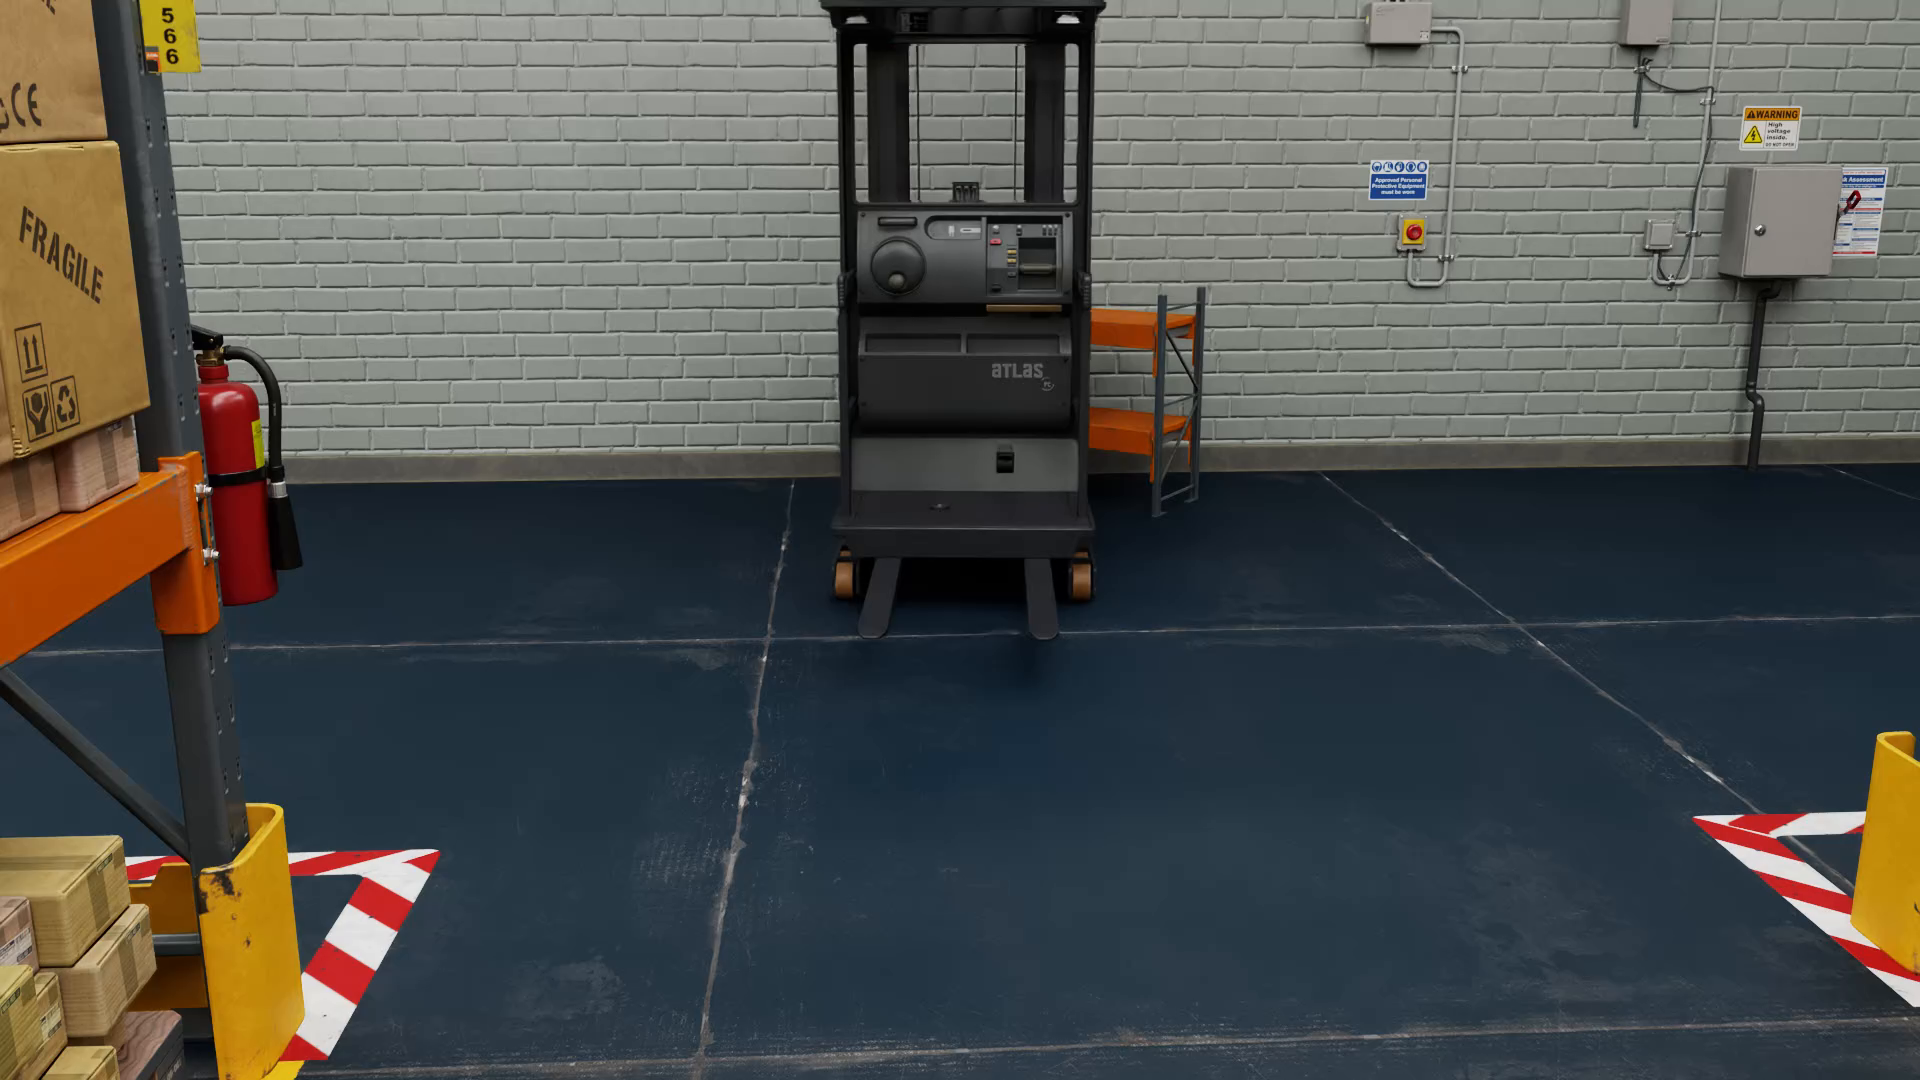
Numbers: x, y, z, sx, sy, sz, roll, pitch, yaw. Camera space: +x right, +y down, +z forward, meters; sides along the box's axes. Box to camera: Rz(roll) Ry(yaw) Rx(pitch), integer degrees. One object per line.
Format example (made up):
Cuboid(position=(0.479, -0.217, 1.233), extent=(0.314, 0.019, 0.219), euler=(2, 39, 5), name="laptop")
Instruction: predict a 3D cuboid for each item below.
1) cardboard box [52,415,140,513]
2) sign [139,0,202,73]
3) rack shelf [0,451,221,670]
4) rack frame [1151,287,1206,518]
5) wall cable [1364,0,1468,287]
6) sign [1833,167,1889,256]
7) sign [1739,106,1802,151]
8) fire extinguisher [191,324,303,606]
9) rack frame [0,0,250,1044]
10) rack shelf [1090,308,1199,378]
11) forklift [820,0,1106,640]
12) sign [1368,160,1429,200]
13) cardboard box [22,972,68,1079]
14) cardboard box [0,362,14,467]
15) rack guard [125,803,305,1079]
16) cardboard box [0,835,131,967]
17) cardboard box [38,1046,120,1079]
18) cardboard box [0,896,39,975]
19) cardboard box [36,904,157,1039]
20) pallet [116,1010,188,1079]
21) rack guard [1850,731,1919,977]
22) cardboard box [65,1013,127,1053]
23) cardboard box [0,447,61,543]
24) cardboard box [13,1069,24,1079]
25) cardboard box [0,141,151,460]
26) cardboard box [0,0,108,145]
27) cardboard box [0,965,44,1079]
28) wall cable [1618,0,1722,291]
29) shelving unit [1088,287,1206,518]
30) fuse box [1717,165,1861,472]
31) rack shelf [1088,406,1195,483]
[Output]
Cuboid(position=(-1.775, -0.148, 3.086), extent=(0.380, 0.149, 0.250), euler=(-1, 14, -3), name="cardboard box")
Cuboid(position=(-1.522, -1.064, 3.183), extent=(0.100, 0.325, 0.005), euler=(-1, 14, -3), name="sign")
Cuboid(position=(-1.954, 0.499, 1.510), extent=(1.077, 0.370, 4.000), euler=(-1, 14, -3), name="rack shelf")
Cuboid(position=(1.124, -0.713, 8.541), extent=(0.032, 1.125, 0.500), euler=(9, 17, 32), name="rack frame")
Cuboid(position=(2.484, -2.357, 9.066), extent=(0.585, 1.953, 0.123), euler=(-1, 14, -3), name="wall cable")
Cuboid(position=(5.070, -1.859, 9.423), extent=(0.329, 0.494, 0.001), euler=(-1, 14, -3), name="sign")
Cuboid(position=(4.522, -2.297, 9.276), extent=(0.339, 0.242, 0.001), euler=(-1, 14, -3), name="sign")
Cuboid(position=(-1.632, -0.198, 3.680), extent=(0.296, 0.674, 0.183), euler=(-1, 14, -3), name="fire extinguisher")
Cuboid(position=(-2.078, -0.346, 3.353), extent=(1.000, 3.000, 0.127), euler=(-1, 14, -3), name="rack frame")
Cuboid(position=(0.696, -1.065, 8.734), extent=(1.000, 0.278, 0.538), euler=(9, 17, 32), name="rack shelf")
Cuboid(position=(0.020, -1.239, 6.958), extent=(1.130, 2.935, 3.031), euler=(0, 14, 1), name="forklift")
Cuboid(position=(2.432, -1.995, 9.219), extent=(0.327, 0.218, 0.001), euler=(-1, 14, -3), name="sign")
Cuboid(position=(-1.798, 0.879, 2.870), extent=(0.380, 0.149, 0.250), euler=(-1, 14, -5), name="cardboard box")
Cuboid(position=(-1.766, -0.303, 2.387), extent=(0.500, 0.500, 0.500), euler=(-1, 14, -4), name="cardboard box")
Cuboid(position=(-2.073, 0.883, 3.591), extent=(1.175, 0.500, 0.348), euler=(-1, 14, -3), name="rack guard")
Cuboid(position=(-1.792, 0.670, 3.085), extent=(0.380, 0.149, 0.250), euler=(-1, 14, -3), name="cardboard box")
Cuboid(position=(-1.720, 1.021, 2.917), extent=(0.380, 0.149, 0.250), euler=(0, 14, -2), name="cardboard box")
Cuboid(position=(-1.834, 0.734, 2.839), extent=(0.380, 0.149, 0.250), euler=(-1, 14, -2), name="cardboard box")
Cuboid(position=(-1.760, 0.814, 3.126), extent=(0.380, 0.149, 0.250), euler=(-1, 14, -5), name="cardboard box")
Cuboid(position=(-2.058, 1.225, 2.840), extent=(1.003, 0.211, 1.213), euler=(-1, 14, -3), name="pallet")
Cuboid(position=(2.855, 0.757, 4.082), extent=(1.175, 0.500, 0.348), euler=(-1, 14, -3), name="rack guard")
Cuboid(position=(-1.837, 0.959, 3.160), extent=(0.380, 0.149, 0.250), euler=(-1, 14, -2), name="cardboard box")
Cuboid(position=(-1.797, -0.086, 2.844), extent=(0.380, 0.149, 0.250), euler=(-1, 14, -4), name="cardboard box")
Cuboid(position=(-1.726, 0.943, 2.624), extent=(0.380, 0.149, 0.250), euler=(-1, 15, -6), name="cardboard box")
Cuboid(position=(-1.793, -0.431, 2.885), extent=(0.500, 0.500, 0.500), euler=(-1, 14, -2), name="cardboard box")
Cuboid(position=(-1.801, -0.913, 2.752), extent=(0.500, 0.500, 0.500), euler=(-1, 14, -5), name="cardboard box")
Cuboid(position=(-1.691, 0.796, 2.596), extent=(0.380, 0.149, 0.250), euler=(-1, 14, -5), name="cardboard box")
Cuboid(position=(3.899, -2.367, 9.167), extent=(0.588, 1.984, 0.122), euler=(-1, 14, -3), name="wall cable")
Cuboid(position=(0.696, -0.782, 8.807), extent=(1.048, 1.125, 0.538), euler=(9, 17, 32), name="shelving unit")
Cuboid(position=(4.590, -1.222, 9.342), extent=(0.539, 1.711, 0.414), euler=(-1, 14, -3), name="fuse box")
Cuboid(position=(0.696, -0.545, 8.868), extent=(1.000, 0.278, 0.538), euler=(9, 17, 32), name="rack shelf")
